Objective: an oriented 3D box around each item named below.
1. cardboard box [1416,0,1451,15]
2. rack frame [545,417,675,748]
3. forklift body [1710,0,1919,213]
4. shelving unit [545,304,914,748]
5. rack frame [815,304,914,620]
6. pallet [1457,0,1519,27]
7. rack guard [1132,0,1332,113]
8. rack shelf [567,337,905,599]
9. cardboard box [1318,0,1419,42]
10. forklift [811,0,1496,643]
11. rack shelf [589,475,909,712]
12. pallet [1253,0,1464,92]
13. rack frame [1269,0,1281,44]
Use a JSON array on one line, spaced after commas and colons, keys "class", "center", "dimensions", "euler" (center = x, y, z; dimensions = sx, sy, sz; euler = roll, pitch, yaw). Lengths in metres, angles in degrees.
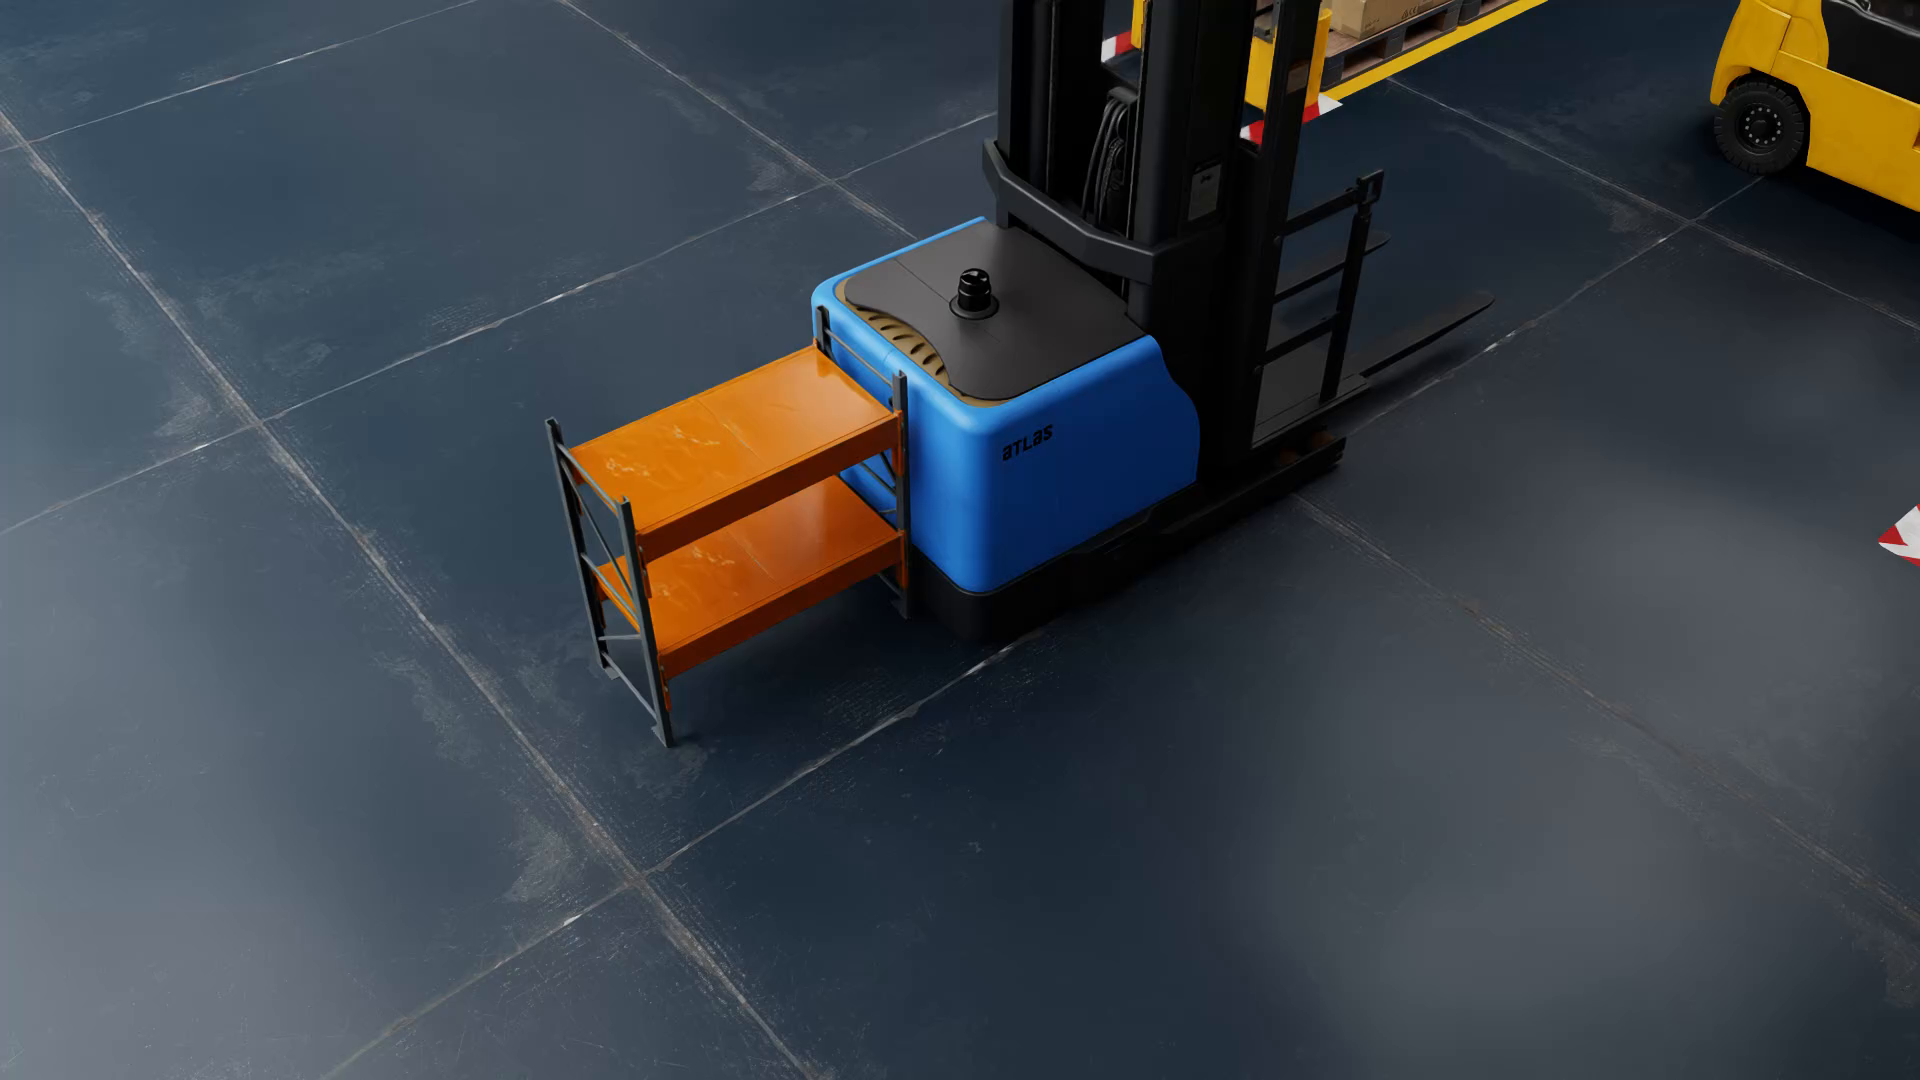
[{"class": "cardboard box", "center": [2.596, -3.261, 9.458], "dimensions": [0.500, 0.250, 0.500], "euler": [-28, 50, -27]}, {"class": "rack frame", "center": [-1.145, 0.164, 5.478], "dimensions": [0.032, 1.125, 0.500], "euler": [-27, 50, -26]}, {"class": "forklift body", "center": [4.875, -2.557, 7.627], "dimensions": [1.214, 2.155, 2.313], "euler": [-30, 51, -28]}, {"class": "shelving unit", "center": [-0.740, -0.046, 5.702], "dimensions": [1.048, 1.125, 0.538], "euler": [-27, 50, -26]}, {"class": "rack frame", "center": [-0.334, -0.256, 5.925], "dimensions": [0.032, 1.125, 0.500], "euler": [-27, 50, -26]}, {"class": "pallet", "center": [3.043, -3.569, 10.121], "dimensions": [1.213, 0.211, 1.003], "euler": [-30, 51, -28]}, {"class": "rack guard", "center": [1.462, -2.803, 9.094], "dimensions": [0.348, 0.500, 1.175], "euler": [-30, 51, -28]}, {"class": "rack shelf", "center": [-0.740, -0.259, 5.501], "dimensions": [1.000, 0.278, 0.538], "euler": [-27, 50, -26]}, {"class": "cardboard box", "center": [2.200, -3.041, 9.223], "dimensions": [0.500, 0.250, 0.500], "euler": [-30, 51, -28]}, {"class": "forklift", "center": [0.940, -1.528, 5.961], "dimensions": [3.031, 2.935, 1.130], "euler": [-27, 50, -26]}, {"class": "rack shelf", "center": [-0.740, 0.132, 5.869], "dimensions": [1.000, 0.278, 0.538], "euler": [-27, 50, -26]}, {"class": "pallet", "center": [2.108, -3.036, 9.553], "dimensions": [1.213, 0.211, 1.003], "euler": [-30, 51, -28]}, {"class": "rack frame", "center": [1.404, -3.681, 8.203], "dimensions": [0.127, 3.000, 1.000], "euler": [-30, 51, -28]}]
